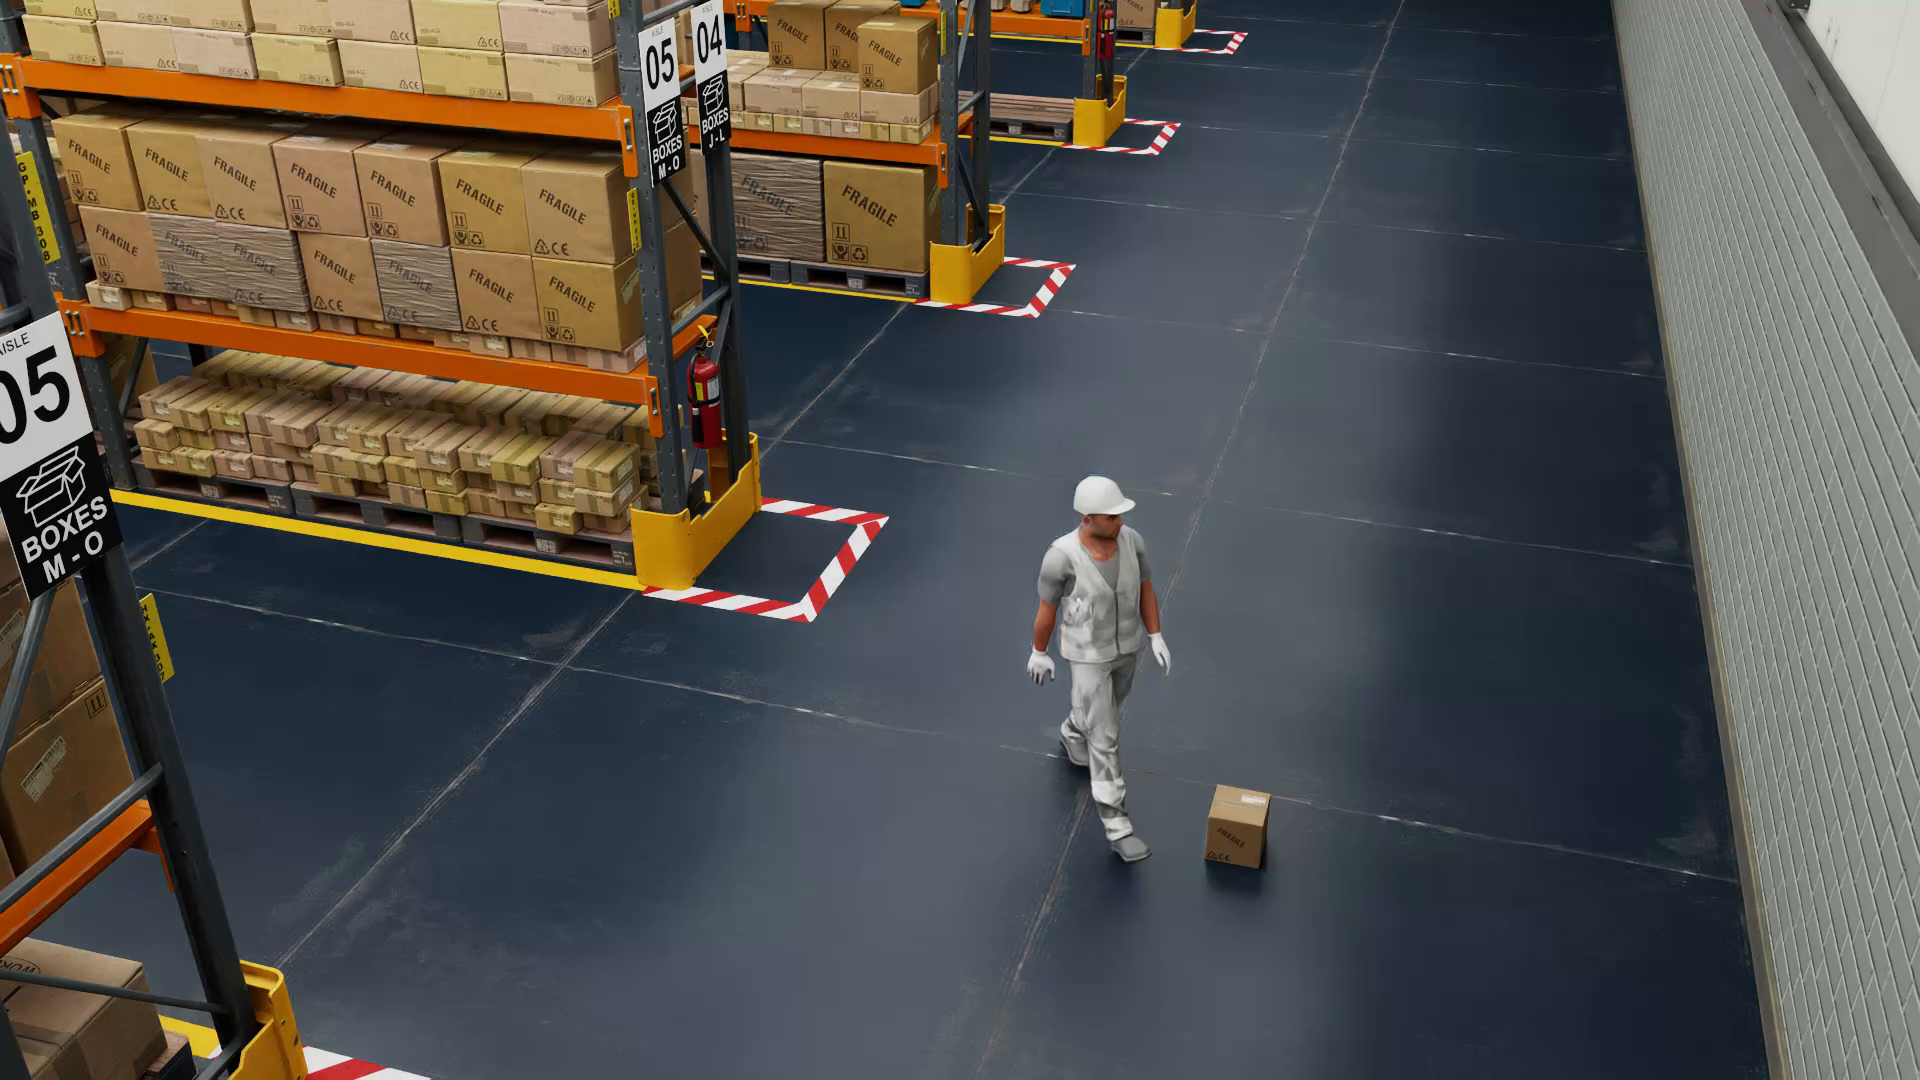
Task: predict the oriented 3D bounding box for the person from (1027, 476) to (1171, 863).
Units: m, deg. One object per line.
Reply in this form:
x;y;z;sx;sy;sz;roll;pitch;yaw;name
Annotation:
0.692;0.530;7.562;0.575;1.726;1.066;-17;33;-27;person
